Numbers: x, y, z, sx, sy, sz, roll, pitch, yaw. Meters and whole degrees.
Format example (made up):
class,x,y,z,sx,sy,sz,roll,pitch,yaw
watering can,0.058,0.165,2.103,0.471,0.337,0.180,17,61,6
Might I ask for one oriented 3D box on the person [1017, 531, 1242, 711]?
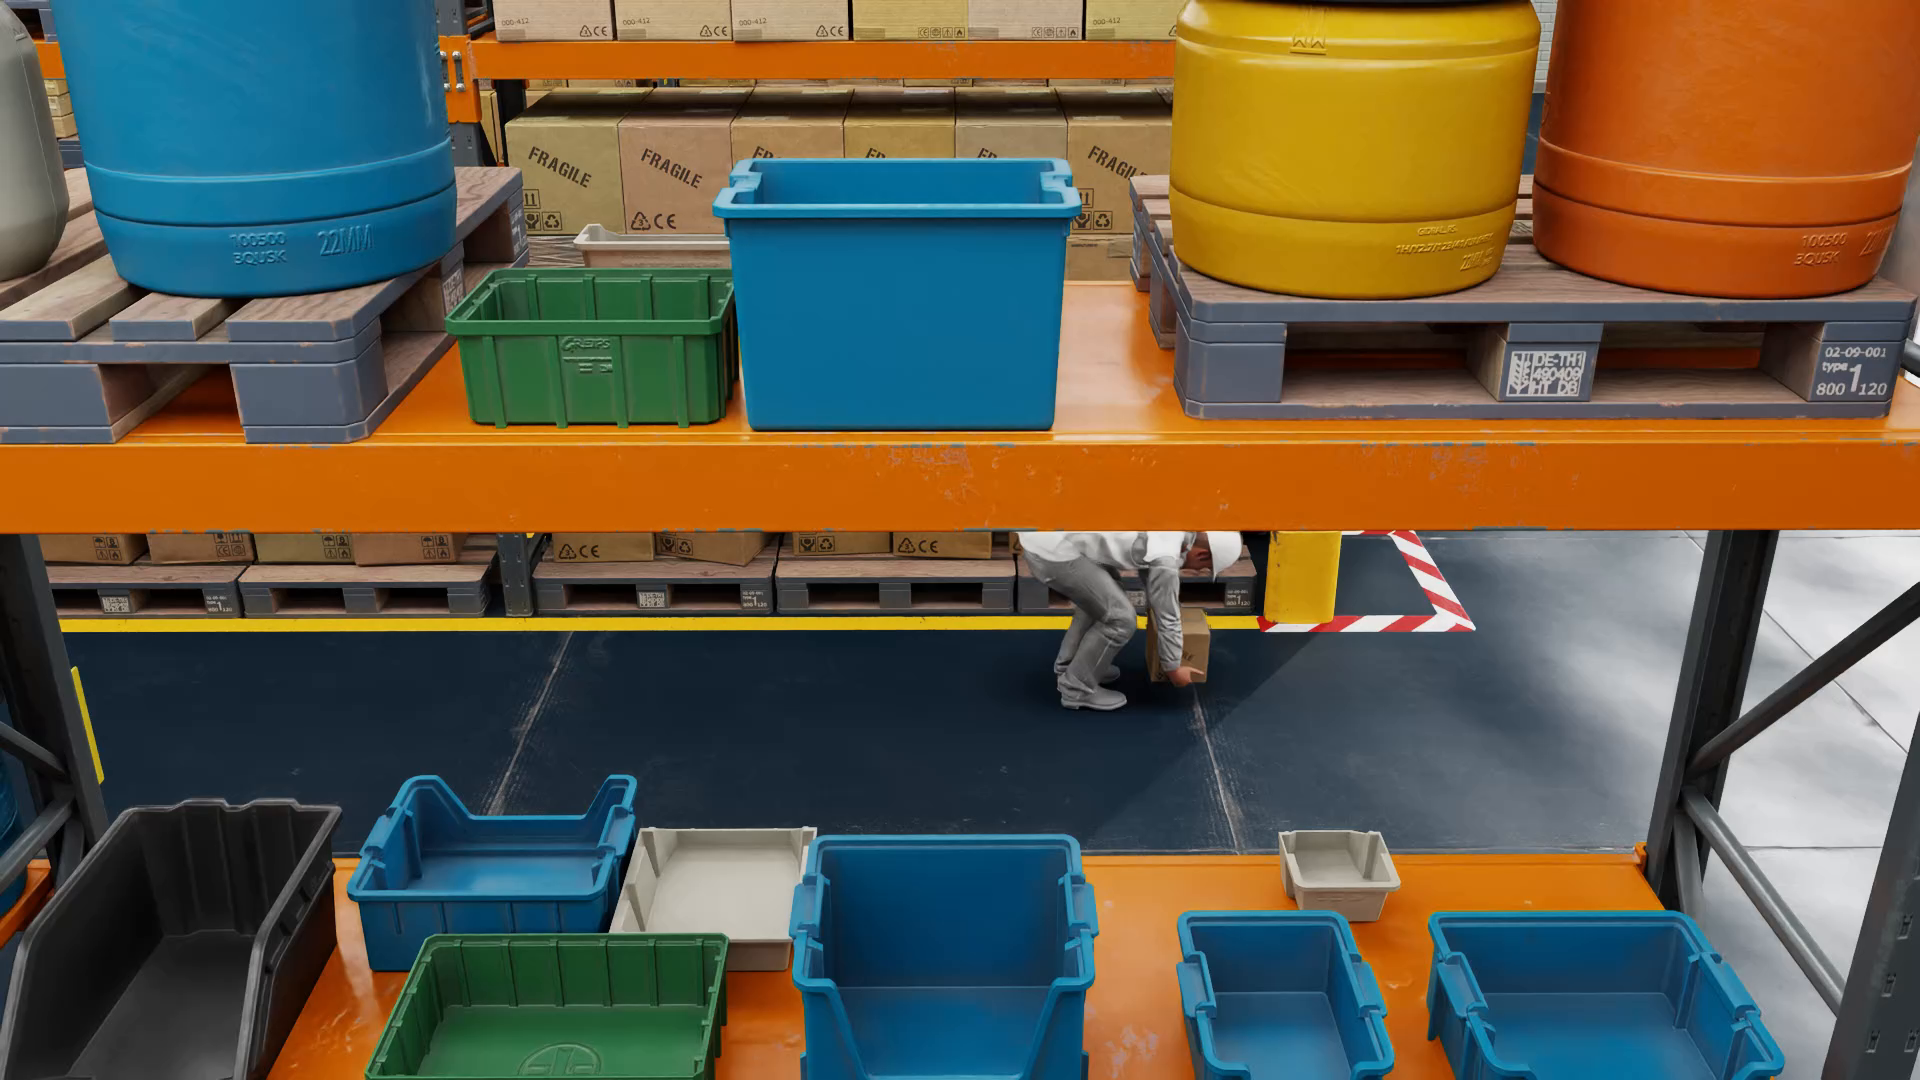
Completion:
class,x,y,z,sx,sy,sz,roll,pitch,yaw
person,0.750,0.228,7.472,1.002,1.028,0.479,-2,24,-4
